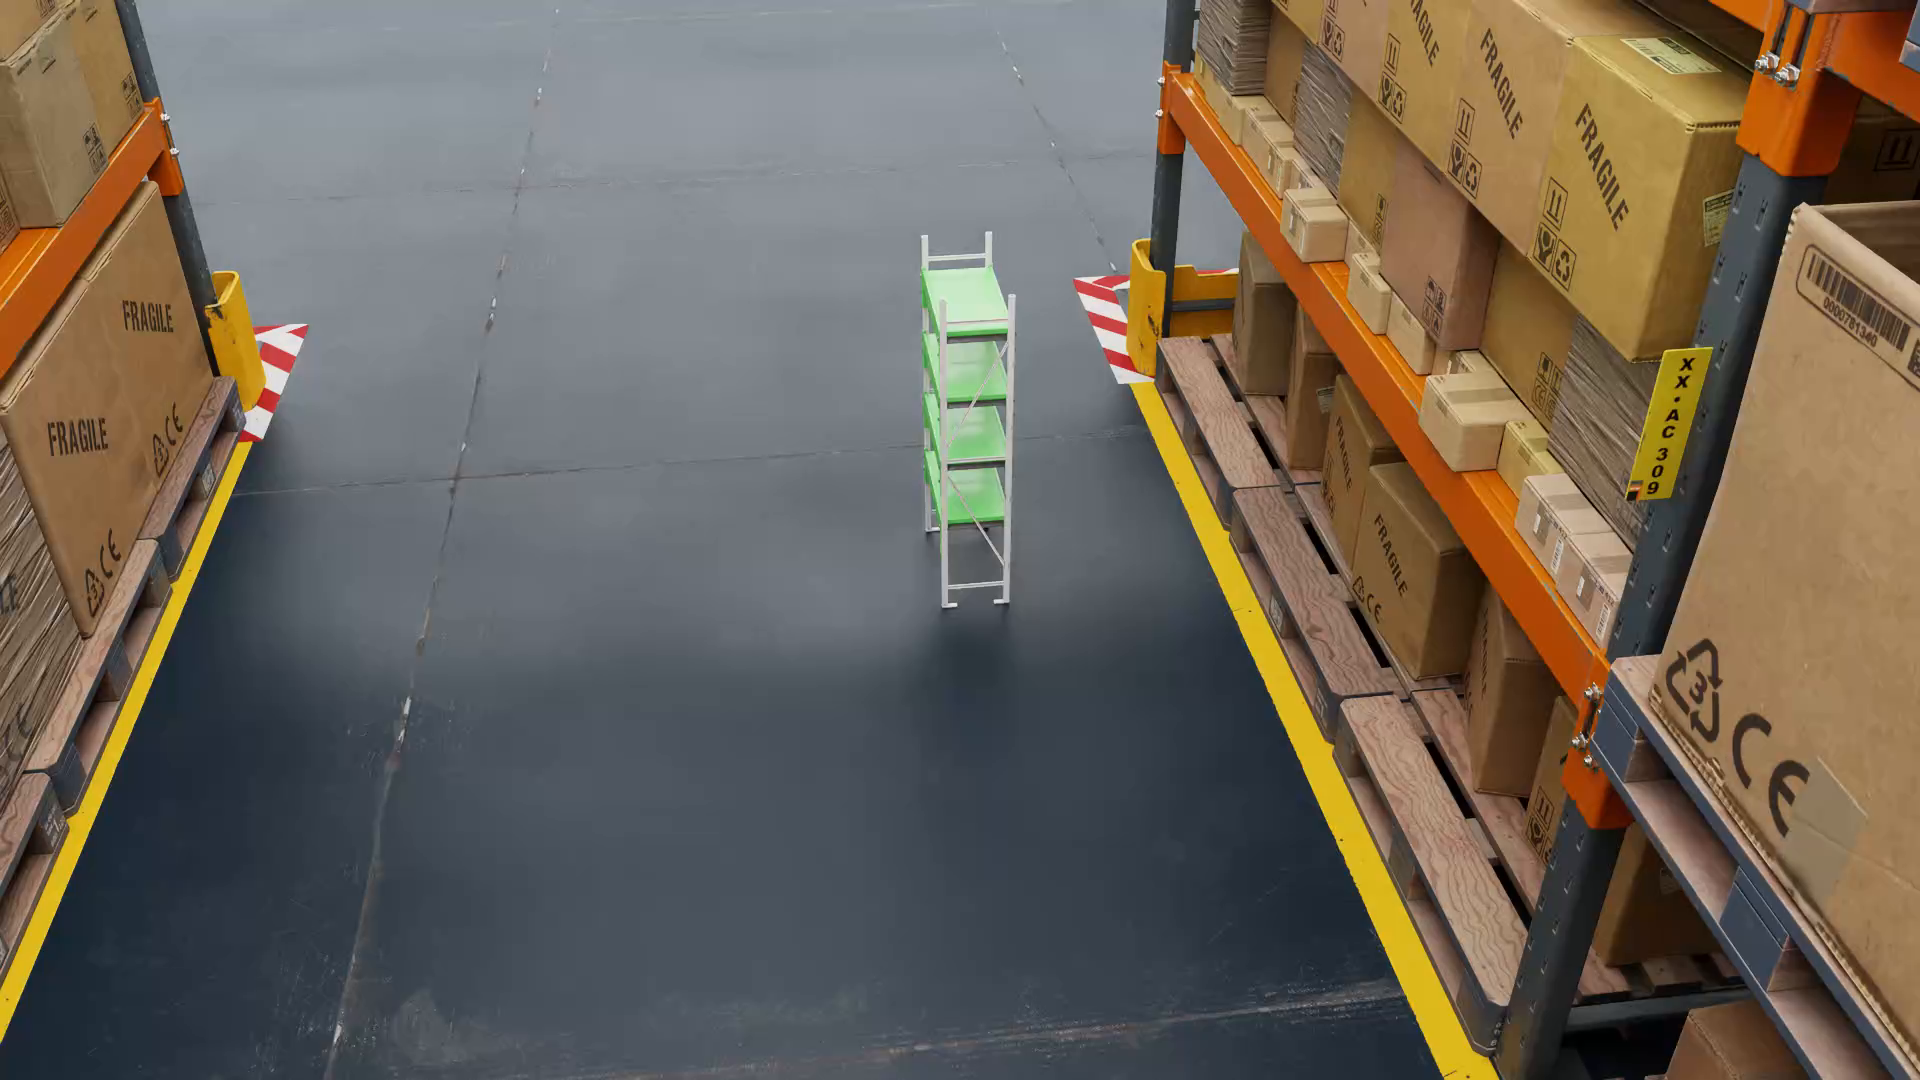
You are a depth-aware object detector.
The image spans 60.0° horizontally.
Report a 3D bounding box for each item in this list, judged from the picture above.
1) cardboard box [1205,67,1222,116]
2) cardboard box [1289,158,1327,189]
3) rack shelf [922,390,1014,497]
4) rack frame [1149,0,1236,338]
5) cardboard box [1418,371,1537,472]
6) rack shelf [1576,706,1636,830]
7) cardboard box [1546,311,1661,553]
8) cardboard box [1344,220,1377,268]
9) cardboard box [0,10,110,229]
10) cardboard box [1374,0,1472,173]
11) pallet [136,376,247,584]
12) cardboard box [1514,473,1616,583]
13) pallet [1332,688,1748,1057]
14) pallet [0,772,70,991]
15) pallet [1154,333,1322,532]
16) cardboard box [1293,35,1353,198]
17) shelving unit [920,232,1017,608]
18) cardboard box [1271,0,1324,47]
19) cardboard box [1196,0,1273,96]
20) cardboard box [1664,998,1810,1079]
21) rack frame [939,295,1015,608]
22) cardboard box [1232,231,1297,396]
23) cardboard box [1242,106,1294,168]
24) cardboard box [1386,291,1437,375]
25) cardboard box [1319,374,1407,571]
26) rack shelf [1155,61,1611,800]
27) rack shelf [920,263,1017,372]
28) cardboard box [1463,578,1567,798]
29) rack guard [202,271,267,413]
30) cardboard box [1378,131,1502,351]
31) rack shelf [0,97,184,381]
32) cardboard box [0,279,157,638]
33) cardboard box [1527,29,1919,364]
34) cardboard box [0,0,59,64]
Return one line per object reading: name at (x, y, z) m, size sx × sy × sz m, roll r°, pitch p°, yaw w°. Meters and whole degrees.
cardboard box at (1.152, -1.713, 6.322) m, size 0.380 × 0.149 × 0.250 m, roll -4°, pitch 35°, yaw -6°
cardboard box at (1.312, -1.156, 5.506) m, size 0.380 × 0.149 × 0.250 m, roll -4°, pitch 35°, yaw -6°
rack shelf at (0.022, -0.351, 5.813) m, size 0.258 × 0.148 × 0.480 m, roll -4°, pitch 35°, yaw -6°
rack frame at (1.335, -2.134, 6.718) m, size 1.000 × 3.000 × 0.127 m, roll -4°, pitch 35°, yaw -6°
cardboard box at (1.411, -0.312, 4.267) m, size 0.380 × 0.149 × 0.250 m, roll -4°, pitch 35°, yaw -6°
rack shelf at (2.142, 1.511, 2.008) m, size 1.077 × 0.370 × 4.000 m, roll -4°, pitch 35°, yaw -6°
cardboard box at (1.874, -0.322, 3.706) m, size 0.875 × 0.500 × 0.500 m, roll -4°, pitch 35°, yaw -6°
cardboard box at (1.408, -0.880, 5.100) m, size 0.380 × 0.149 × 0.250 m, roll -4°, pitch 35°, yaw -6°
cardboard box at (-3.403, -1.368, 5.461) m, size 0.875 × 0.550 × 0.550 m, roll -4°, pitch 35°, yaw -6°
cardboard box at (1.405, -1.268, 4.206) m, size 0.500 × 0.500 × 0.500 m, roll -4°, pitch 35°, yaw -6°
pallet at (-3.408, -0.223, 6.389) m, size 1.003 × 0.211 × 1.213 m, roll -4°, pitch 35°, yaw -6°
cardboard box at (1.529, -0.036, 3.863) m, size 0.380 × 0.149 × 0.250 m, roll -4°, pitch 35°, yaw -6°
pallet at (1.748, 0.878, 4.774) m, size 1.003 × 0.211 × 1.213 m, roll -4°, pitch 35°, yaw -6°
pallet at (-3.080, 1.139, 4.391) m, size 1.003 × 0.211 × 1.213 m, roll -4°, pitch 35°, yaw -6°
pallet at (1.420, -0.484, 6.772) m, size 1.003 × 0.211 × 1.213 m, roll -4°, pitch 35°, yaw -6°
cardboard box at (1.593, -1.437, 5.343) m, size 0.875 × 0.500 × 0.500 m, roll -4°, pitch 35°, yaw -6°
shelving unit at (0.022, -0.403, 5.777) m, size 0.258 × 1.200 × 0.503 m, roll -4°, pitch 35°, yaw -6°
cardboard box at (1.268, -1.826, 5.025) m, size 0.500 × 0.500 × 0.500 m, roll -4°, pitch 35°, yaw -6°
cardboard box at (1.382, -1.990, 6.153) m, size 0.875 × 0.500 × 0.500 m, roll -4°, pitch 35°, yaw -6°
cardboard box at (1.934, 1.293, 3.518) m, size 0.700 × 0.500 × 0.500 m, roll -7°, pitch 35°, yaw -10°
rack frame at (0.055, -0.267, 5.577) m, size 0.240 × 1.200 × 0.015 m, roll -4°, pitch 35°, yaw -6°
cardboard box at (1.403, -0.925, 6.791) m, size 0.500 × 0.500 × 0.500 m, roll 2°, pitch 34°, yaw 2°
cardboard box at (1.225, -1.434, 5.914) m, size 0.380 × 0.149 × 0.250 m, roll -4°, pitch 35°, yaw -6°
cardboard box at (1.434, -0.597, 4.686) m, size 0.380 × 0.149 × 0.250 m, roll -4°, pitch 35°, yaw -6°
cardboard box at (1.582, -0.243, 5.790) m, size 0.500 × 0.500 × 0.500 m, roll -1°, pitch 34°, yaw -2°
rack shelf at (1.604, -0.721, 5.283) m, size 1.077 × 0.370 × 4.000 m, roll -4°, pitch 35°, yaw -6°
rack shelf at (0.022, -0.747, 5.542) m, size 0.258 × 0.148 × 0.480 m, roll -4°, pitch 35°, yaw -6°
cardboard box at (1.774, 0.412, 4.829) m, size 0.500 × 0.500 × 0.500 m, roll 6°, pitch 35°, yaw 9°
rack guard at (-3.597, -0.796, 6.974) m, size 1.175 × 0.500 × 0.348 m, roll -4°, pitch 35°, yaw -6°
cardboard box at (1.675, -0.875, 4.518) m, size 0.875 × 0.500 × 0.500 m, roll -4°, pitch 35°, yaw -6°
rack shelf at (-3.324, -0.402, 4.815) m, size 1.077 × 0.370 × 4.000 m, roll -4°, pitch 35°, yaw -6°
cardboard box at (-3.316, -0.246, 5.462) m, size 0.875 × 0.875 × 0.875 m, roll -5°, pitch 35°, yaw -7°
cardboard box at (1.540, -0.710, 3.387) m, size 0.500 × 0.500 × 0.500 m, roll -4°, pitch 35°, yaw -6°
cardboard box at (-3.416, -1.813, 5.155) m, size 0.875 × 0.550 × 0.550 m, roll -4°, pitch 35°, yaw -6°
